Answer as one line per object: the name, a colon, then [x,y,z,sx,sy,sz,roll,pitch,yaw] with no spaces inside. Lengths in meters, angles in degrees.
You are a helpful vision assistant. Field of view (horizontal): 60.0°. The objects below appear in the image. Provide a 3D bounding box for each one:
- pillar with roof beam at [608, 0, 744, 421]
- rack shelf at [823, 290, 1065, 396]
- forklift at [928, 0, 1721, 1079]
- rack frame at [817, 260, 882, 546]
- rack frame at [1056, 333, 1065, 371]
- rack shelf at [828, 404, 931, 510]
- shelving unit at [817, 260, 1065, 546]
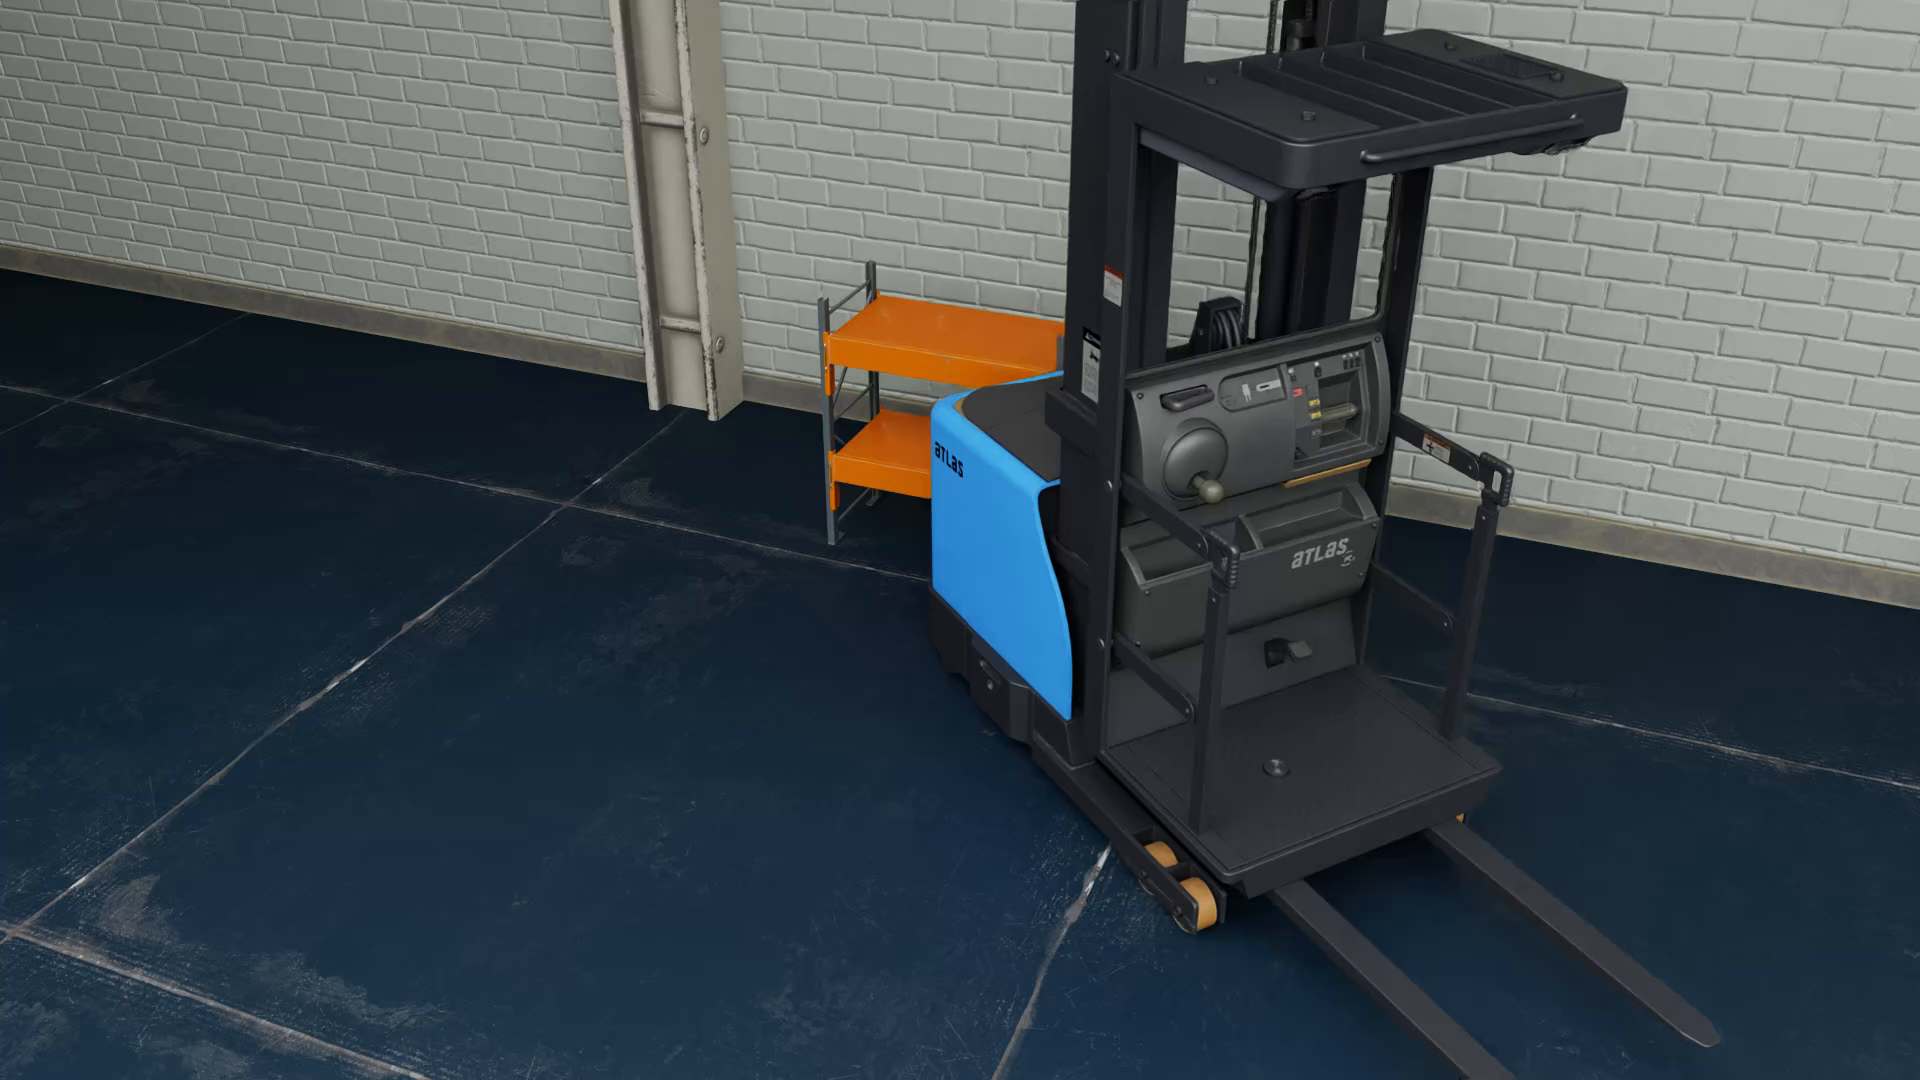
pillar with roof beam: [-2.956,-2.654,2.800,0.400,9.000,9.100,11,31,19]
rack shelf: [0.006,-0.743,6.827,1.000,0.278,0.538,11,31,19]
forklift: [1.021,-0.325,4.846,1.130,2.935,3.031,-15,33,-24]
rack frame: [-0.465,-0.582,7.137,0.032,1.125,0.500,11,31,19]
rack frame: [0.477,-0.394,6.805,0.032,1.125,0.500,11,31,19]
rack shelf: [0.006,-0.276,7.091,1.000,0.278,0.538,11,31,19]
shelving unit: [0.006,-0.488,6.971,1.048,1.125,0.538,11,31,19]
